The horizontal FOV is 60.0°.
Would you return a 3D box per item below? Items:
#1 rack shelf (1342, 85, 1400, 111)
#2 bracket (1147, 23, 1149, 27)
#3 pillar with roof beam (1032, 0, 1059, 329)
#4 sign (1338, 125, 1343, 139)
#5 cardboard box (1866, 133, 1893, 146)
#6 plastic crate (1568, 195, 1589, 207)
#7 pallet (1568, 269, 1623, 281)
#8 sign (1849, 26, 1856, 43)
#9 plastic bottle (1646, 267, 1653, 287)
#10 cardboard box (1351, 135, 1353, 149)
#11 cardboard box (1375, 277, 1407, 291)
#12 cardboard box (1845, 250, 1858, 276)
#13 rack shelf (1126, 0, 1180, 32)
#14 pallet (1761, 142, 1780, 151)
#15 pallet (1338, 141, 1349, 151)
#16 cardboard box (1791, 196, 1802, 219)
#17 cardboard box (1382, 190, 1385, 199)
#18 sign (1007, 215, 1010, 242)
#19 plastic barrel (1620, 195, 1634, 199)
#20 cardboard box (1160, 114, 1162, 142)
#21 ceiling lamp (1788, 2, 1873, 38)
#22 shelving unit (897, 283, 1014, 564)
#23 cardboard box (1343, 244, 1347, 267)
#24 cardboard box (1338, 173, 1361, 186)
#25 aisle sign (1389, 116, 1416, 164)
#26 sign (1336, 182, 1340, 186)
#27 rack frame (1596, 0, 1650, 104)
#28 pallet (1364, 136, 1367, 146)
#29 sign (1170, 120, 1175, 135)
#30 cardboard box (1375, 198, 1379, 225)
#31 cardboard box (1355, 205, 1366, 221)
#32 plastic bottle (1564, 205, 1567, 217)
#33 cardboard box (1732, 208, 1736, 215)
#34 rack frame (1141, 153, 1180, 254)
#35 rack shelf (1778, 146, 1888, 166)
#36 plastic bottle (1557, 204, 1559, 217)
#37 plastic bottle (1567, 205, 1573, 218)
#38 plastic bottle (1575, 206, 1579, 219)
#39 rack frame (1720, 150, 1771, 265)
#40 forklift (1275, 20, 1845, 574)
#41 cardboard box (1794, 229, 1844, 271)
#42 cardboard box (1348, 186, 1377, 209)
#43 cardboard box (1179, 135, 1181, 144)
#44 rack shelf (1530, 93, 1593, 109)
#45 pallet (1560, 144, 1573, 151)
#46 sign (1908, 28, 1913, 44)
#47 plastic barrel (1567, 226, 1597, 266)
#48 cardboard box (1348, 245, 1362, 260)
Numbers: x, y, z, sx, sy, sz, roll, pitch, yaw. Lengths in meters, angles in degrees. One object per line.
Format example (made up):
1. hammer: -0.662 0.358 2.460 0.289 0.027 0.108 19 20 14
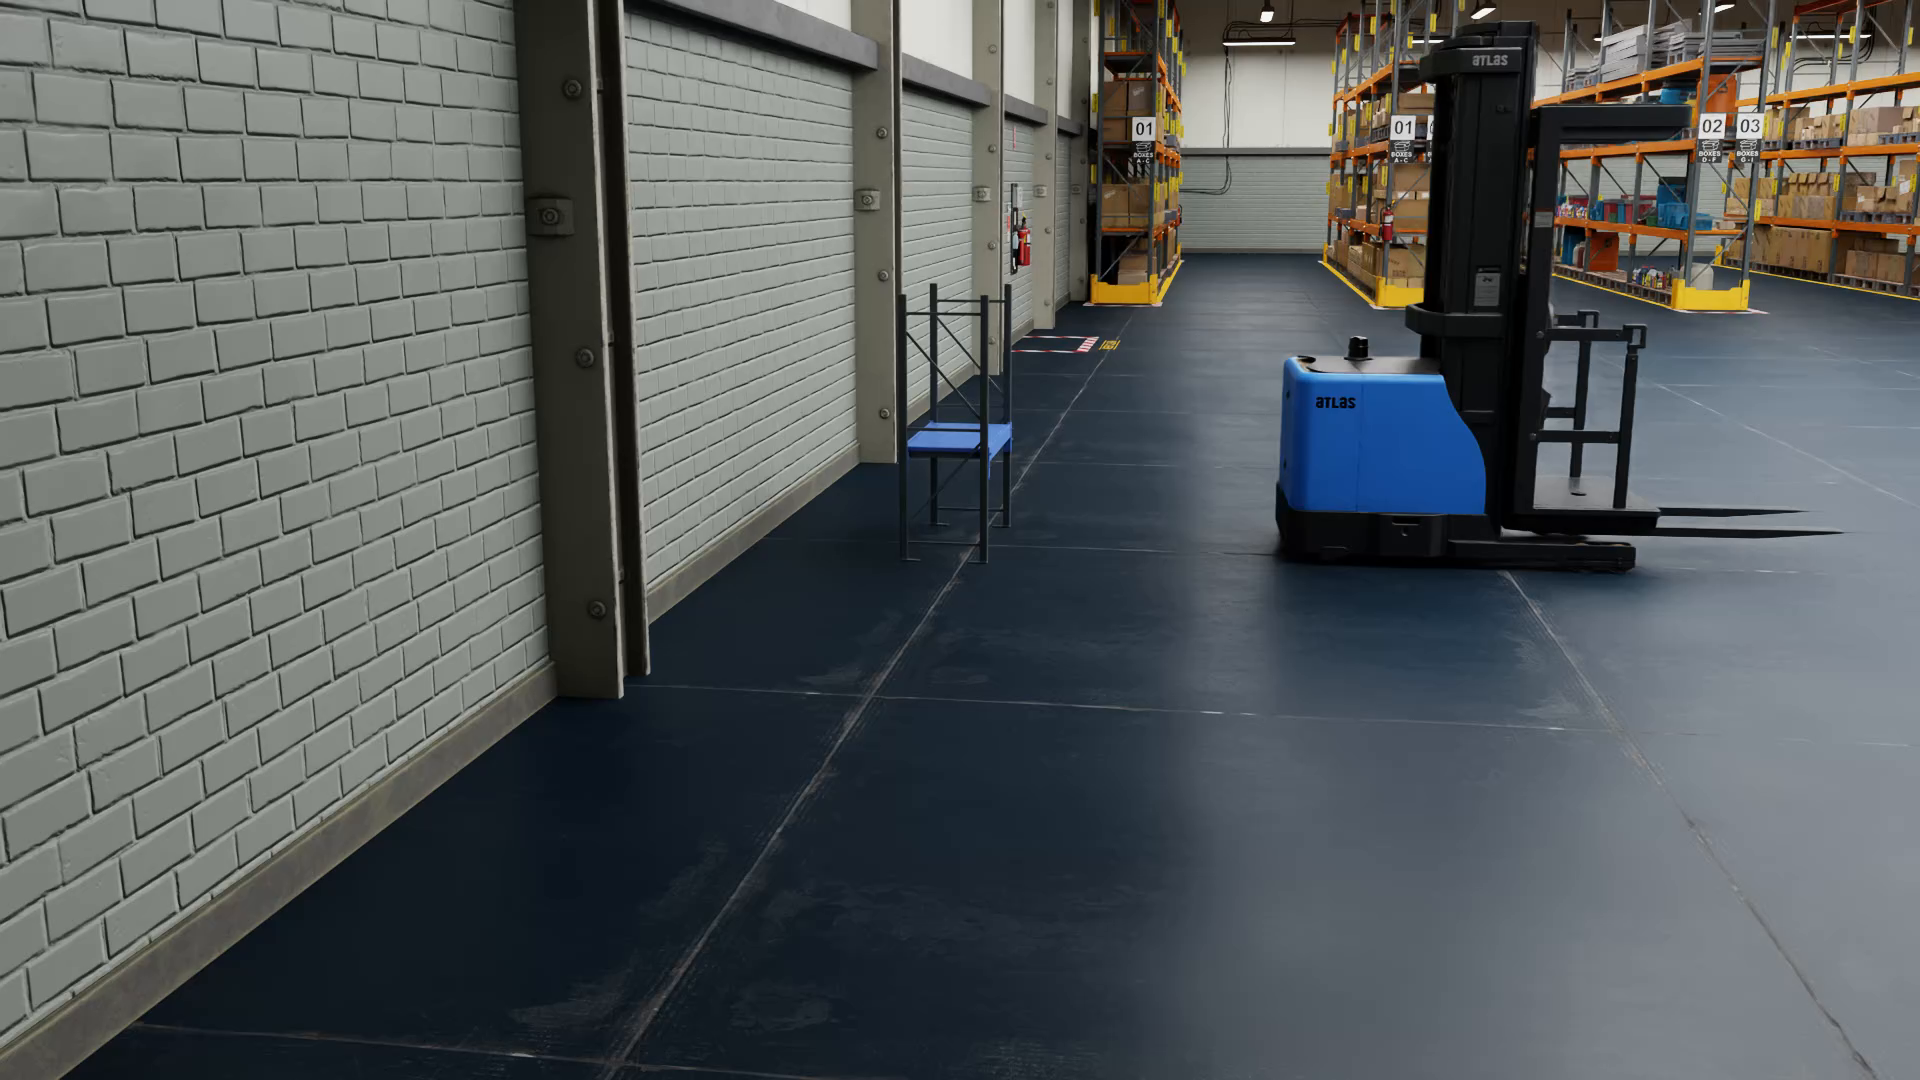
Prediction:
1. rack shelf: 9.331 -9.981 37.603 1.077 0.370 4.000 2 12 9
2. bracket: 4.807 -13.649 43.421 0.076 0.066 4.783 2 12 9
3. pillar with roof beam: 5.481 -7.391 22.930 9.100 9.000 0.400 2 12 9
4. sign: 9.101 -9.747 39.753 0.100 0.325 0.005 2 12 9
5. cardboard box: 18.338 -7.947 32.983 0.500 0.250 0.500 2 12 10
6. plastic crate: 14.917 -8.089 40.112 0.402 0.464 0.583 2 12 9
7. pallet: 13.997 -5.820 36.499 1.003 0.211 1.213 2 12 9
8. sign: 18.262 -10.341 34.025 0.100 0.325 0.005 2 12 9
9. plastic bottle: 12.673 -4.823 30.496 0.144 0.351 0.185 2 12 8
10. cardboard box: 9.135 -8.892 36.778 0.910 0.500 0.500 2 12 9
11. cardboard box: 7.583 -4.496 29.266 0.500 0.250 0.500 2 12 9
12. cardboard box: 18.728 -5.710 34.259 0.700 0.500 0.500 1 12 6
13. rack shelf: 4.435 -11.961 37.952 1.077 0.370 4.000 2 12 9
14. pallet: 19.752 -9.536 40.213 1.003 0.211 1.213 2 12 9
15. pallet: 9.312 -9.037 38.131 1.213 0.211 1.003 2 12 9
16. cardboard box: 18.955 -7.442 37.170 0.500 0.500 0.500 2 12 7
17. cardboard box: 7.900 -6.288 30.275 0.380 0.149 0.250 2 12 8
18. sign: 0.623 -3.991 21.306 0.001 0.329 0.234 2 12 9
19. plastic barrel: 14.145 -6.978 34.929 0.600 0.536 0.708 2 12 9
20. cardboard box: 3.390 -7.479 30.171 0.500 0.500 0.500 2 12 11
21. ceiling lamp: 22.959 -14.785 43.384 2.000 3.185 0.800 2 12 9
22. shelving unit: -0.013 -0.715 9.753 0.538 1.500 1.048 2 12 9
23. cardboard box: 9.015 -6.482 37.841 0.500 0.500 0.500 1 12 7
24. cardboard box: 9.460 -8.663 40.460 0.500 0.500 0.500 2 12 9
25. aisle sign: 7.492 -6.780 28.165 0.394 0.787 0.004 2 12 9
26. sign: 9.101 -8.451 40.032 0.100 0.325 0.005 2 12 9
27. rack frame: 13.917 -9.950 34.805 1.000 3.000 0.127 2 12 9
28. pallet: 8.838 -8.176 34.140 1.003 0.211 1.213 2 12 11
29. sign: 4.664 -9.040 36.472 0.100 0.325 0.005 2 12 9
30. cardboard box: 8.346 -6.303 31.881 0.700 0.500 0.500 2 12 7
31. cardboard box: 8.694 -6.956 35.360 0.500 0.311 0.500 2 12 8
32. plastic bottle: 13.918 -7.546 38.165 0.061 0.283 0.133 2 12 9
33. cardboard box: 19.584 -8.230 41.657 0.380 0.149 0.250 2 12 7
34. rack frame: 5.358 -9.004 44.654 1.000 3.000 0.127 2 12 9
35. rack shelf: 19.119 -8.388 36.384 1.077 0.370 4.000 2 12 9
36. plastic bottle: 14.054 -7.731 39.023 0.061 0.283 0.133 2 12 9
37. plastic bottle: 13.906 -7.465 37.805 0.152 0.276 0.135 2 12 9
38. plastic bottle: 13.733 -7.297 37.008 0.061 0.283 0.133 2 12 9
39. rack frame: 20.041 -8.523 42.420 1.000 3.000 0.127 2 12 9
40. forklift: 3.398 -1.365 9.369 3.031 2.935 1.130 1 12 6
41. cardboard box: 19.082 -6.352 36.395 1.225 0.875 0.875 2 12 9
42. cardboard box: 9.009 -7.568 36.756 0.700 0.500 0.500 -2 12 -10
43. cardboard box: 5.508 -10.490 43.552 0.500 0.250 0.500 2 12 10
44. rack shelf: 14.840 -10.652 40.718 1.077 0.370 4.000 2 12 9
45. pallet: 14.508 -9.058 38.233 1.213 0.211 1.003 2 12 9
46. sign: 19.349 -10.270 33.881 0.100 0.325 0.005 2 12 9
47. plastic barrel: 14.323 -6.770 38.271 0.600 0.901 0.708 2 12 9
48. cardboard box: 8.652 -6.215 35.910 0.500 0.311 0.500 2 12 11
